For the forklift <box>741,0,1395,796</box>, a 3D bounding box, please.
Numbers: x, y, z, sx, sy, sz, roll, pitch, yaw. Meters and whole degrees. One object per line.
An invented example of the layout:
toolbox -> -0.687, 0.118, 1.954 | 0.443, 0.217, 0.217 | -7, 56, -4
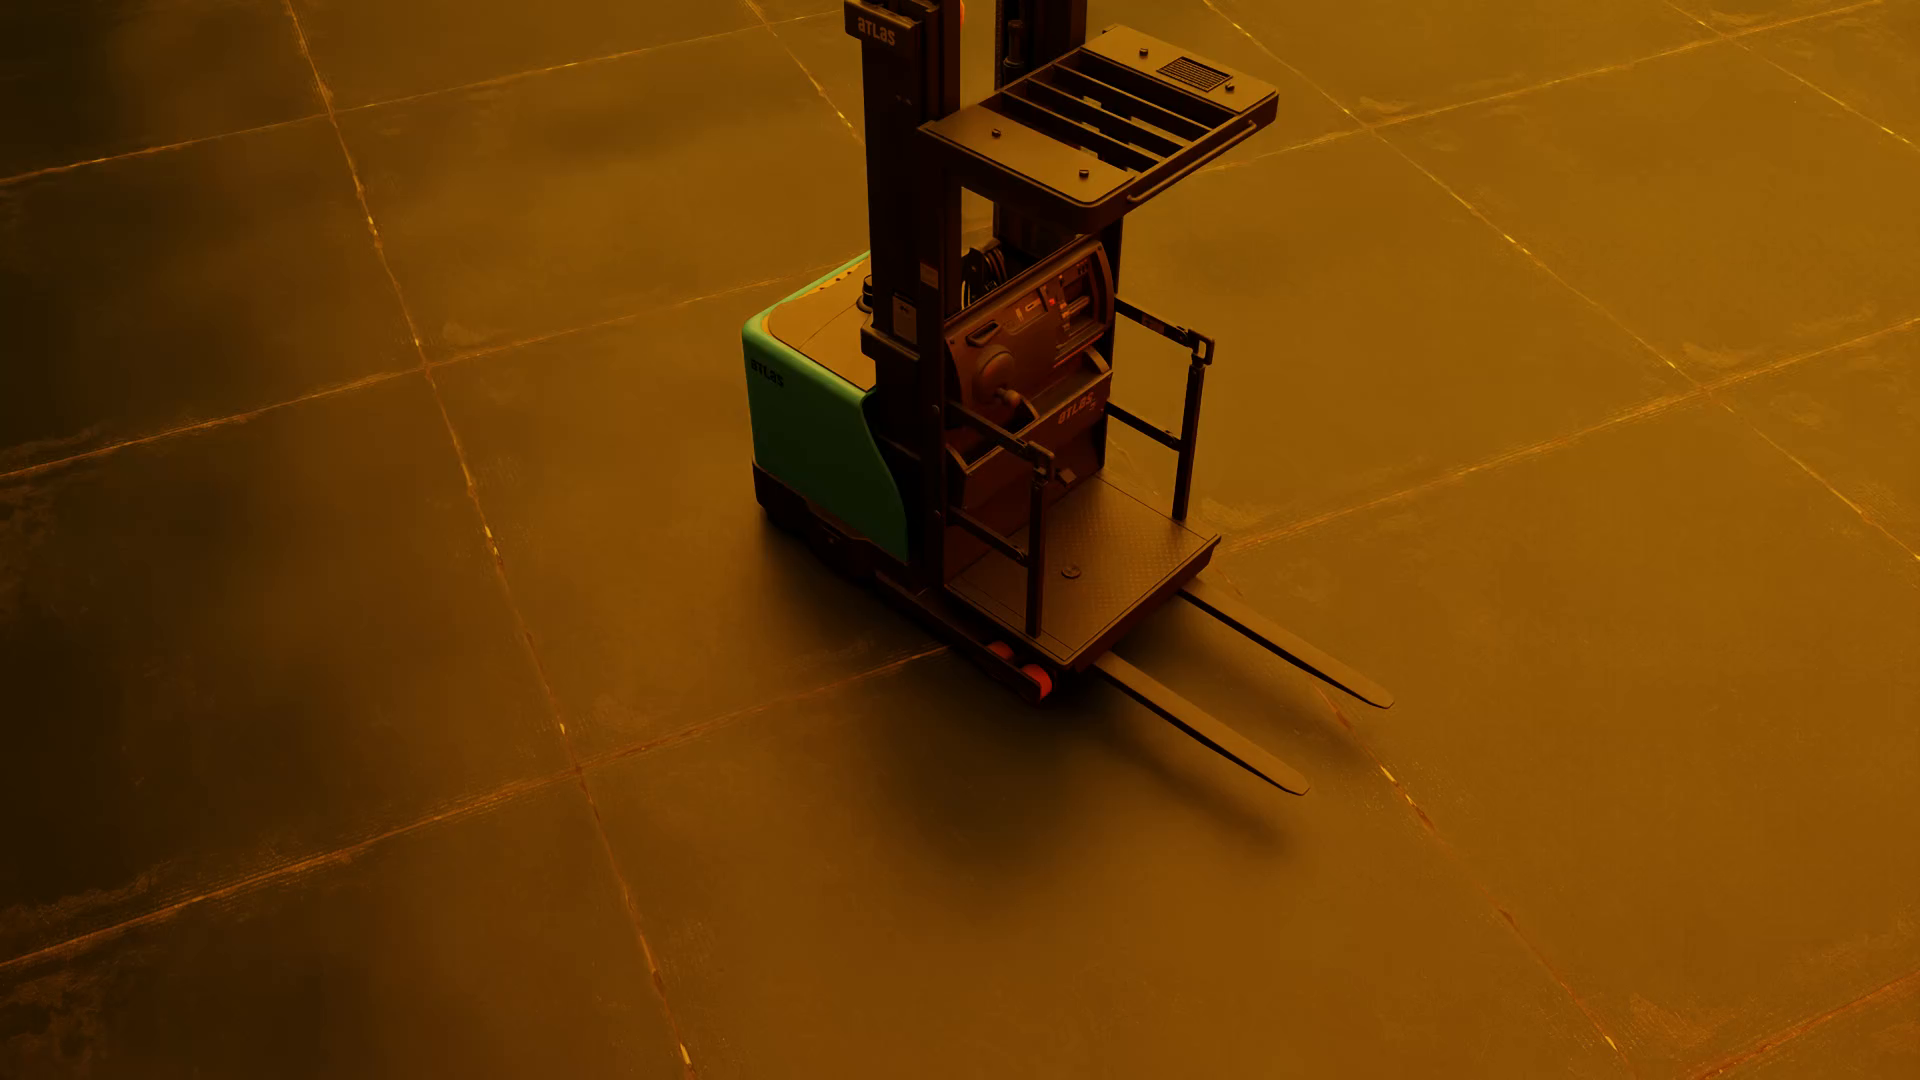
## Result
forklift -> 0.445, -0.788, 6.525 | 3.031, 2.935, 1.130 | 32, 52, 30

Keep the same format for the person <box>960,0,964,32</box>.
person -> -0.243, -2.837, 9.630 | 0.550, 1.675, 0.549 | -18, 46, -19
